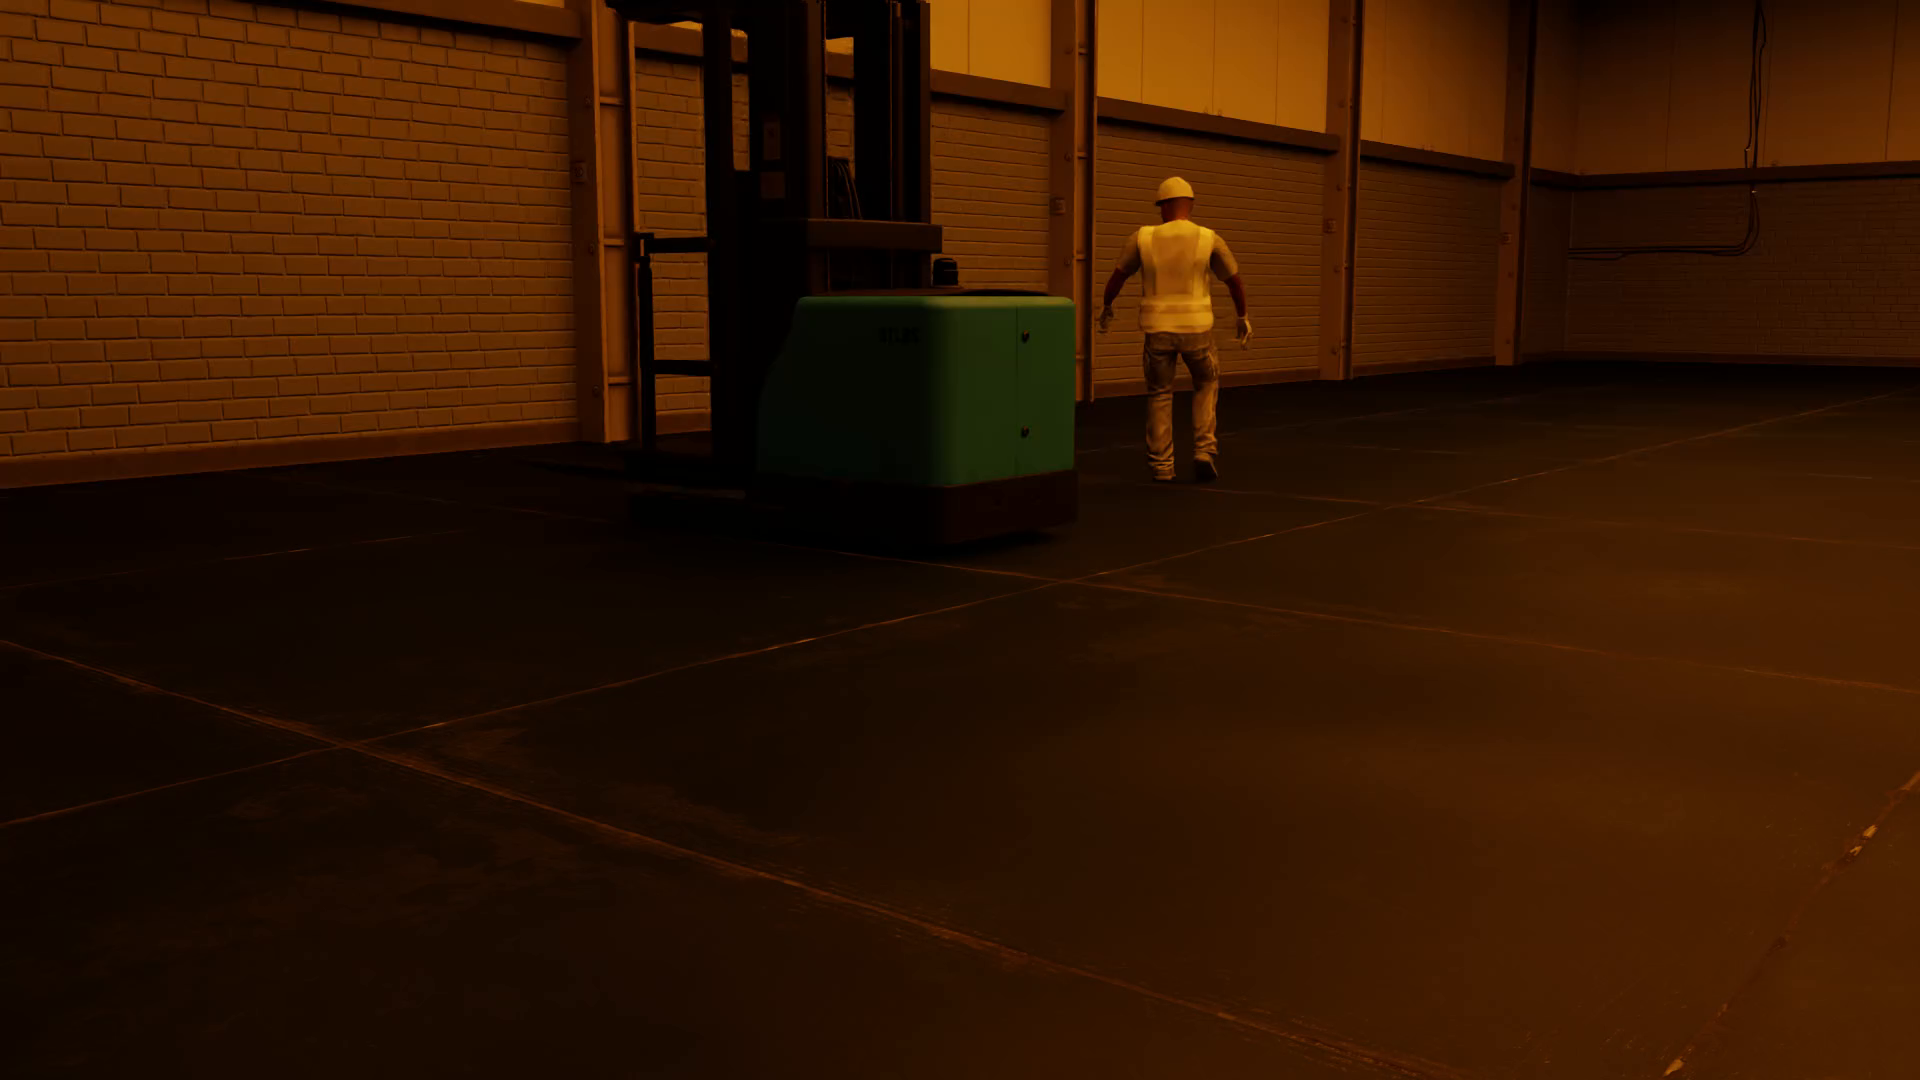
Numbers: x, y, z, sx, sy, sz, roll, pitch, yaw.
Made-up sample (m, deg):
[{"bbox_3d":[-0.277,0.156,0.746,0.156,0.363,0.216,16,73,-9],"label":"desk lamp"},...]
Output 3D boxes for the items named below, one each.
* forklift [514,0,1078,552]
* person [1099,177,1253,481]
[{"bbox_3d":[-0.941,-1.548,7.864,3.031,2.935,1.130,6,11,38],"label":"forklift"},{"bbox_3d":[1.250,-1.218,9.770,0.913,1.788,0.488,2,9,15],"label":"person"}]
